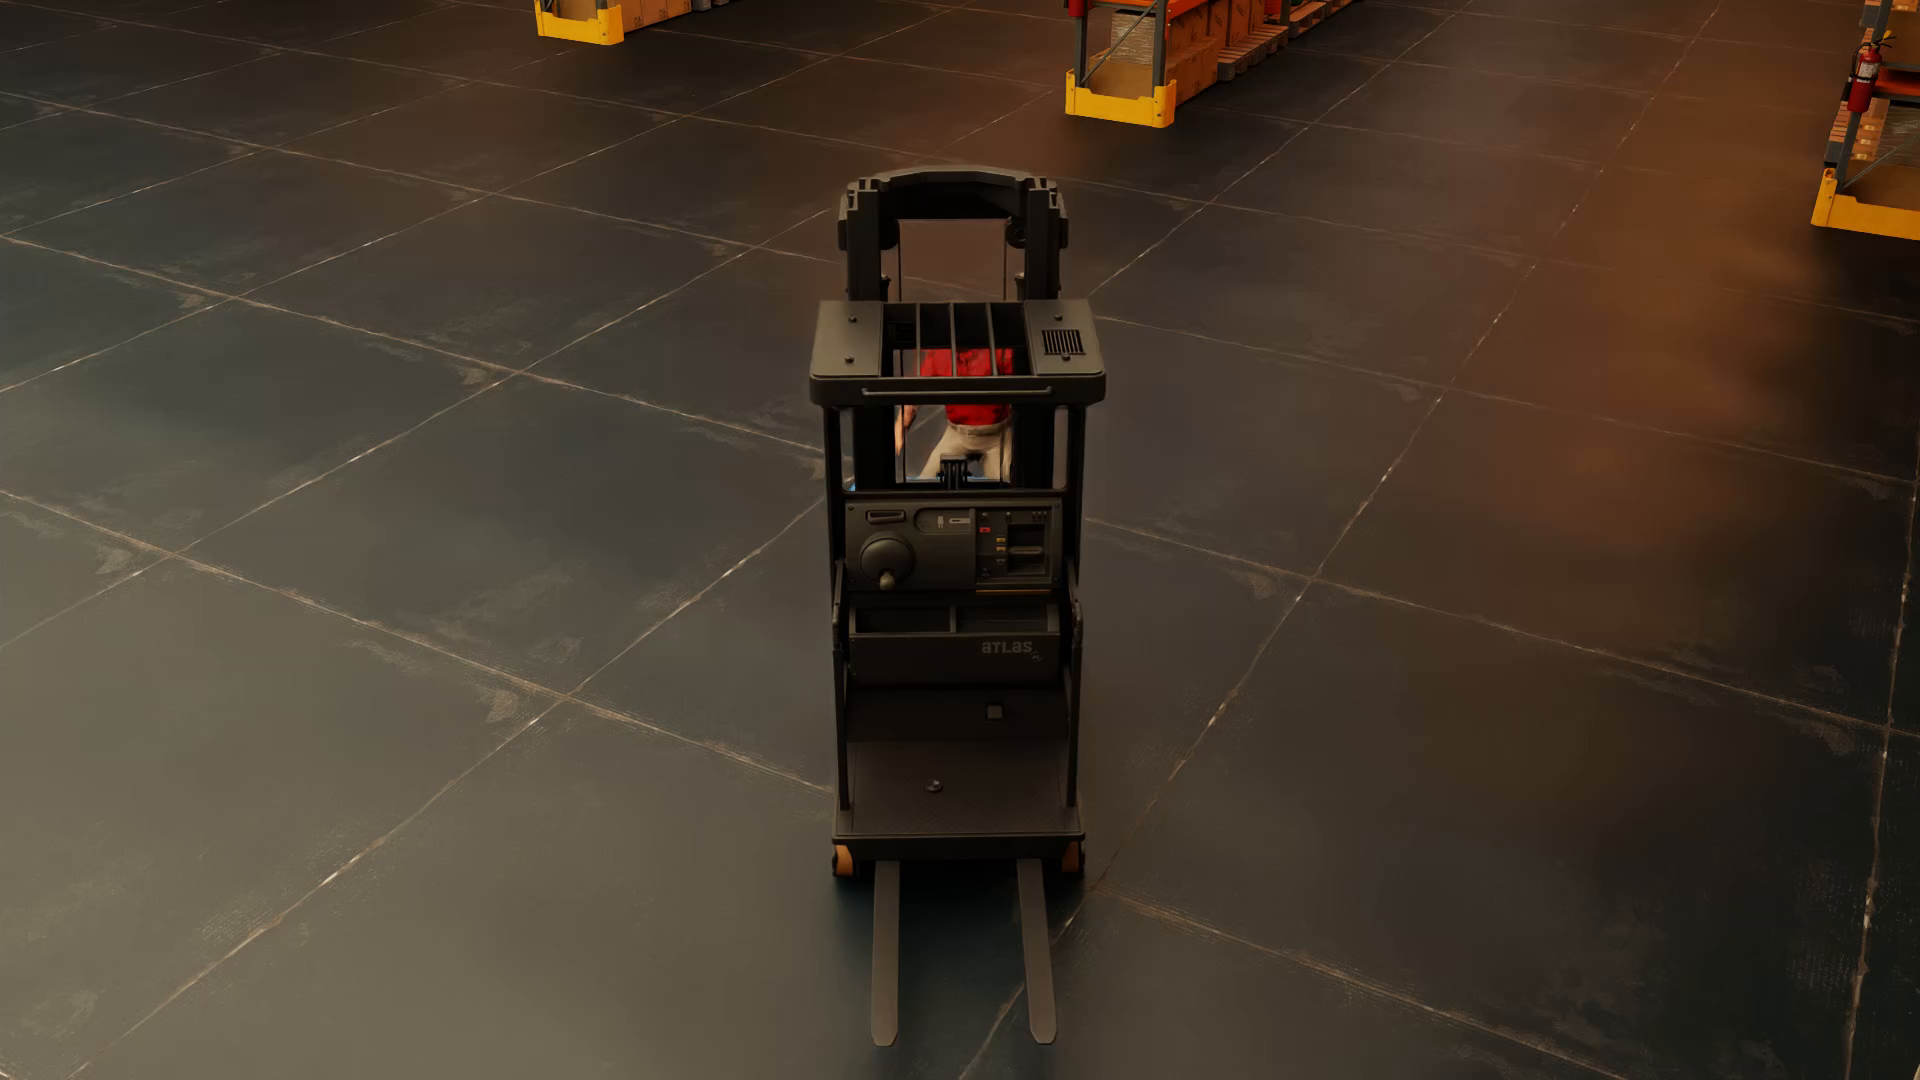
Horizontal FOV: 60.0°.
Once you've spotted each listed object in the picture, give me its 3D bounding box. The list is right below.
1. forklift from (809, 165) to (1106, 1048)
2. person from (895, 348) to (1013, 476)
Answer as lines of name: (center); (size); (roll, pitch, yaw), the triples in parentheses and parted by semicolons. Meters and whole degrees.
forklift: (-0.017, 0.069, 6.951); (1.130, 2.935, 3.031); (-1, 30, -1)
person: (0.010, -0.530, 9.344); (0.863, 1.565, 0.686); (5, 30, 9)
